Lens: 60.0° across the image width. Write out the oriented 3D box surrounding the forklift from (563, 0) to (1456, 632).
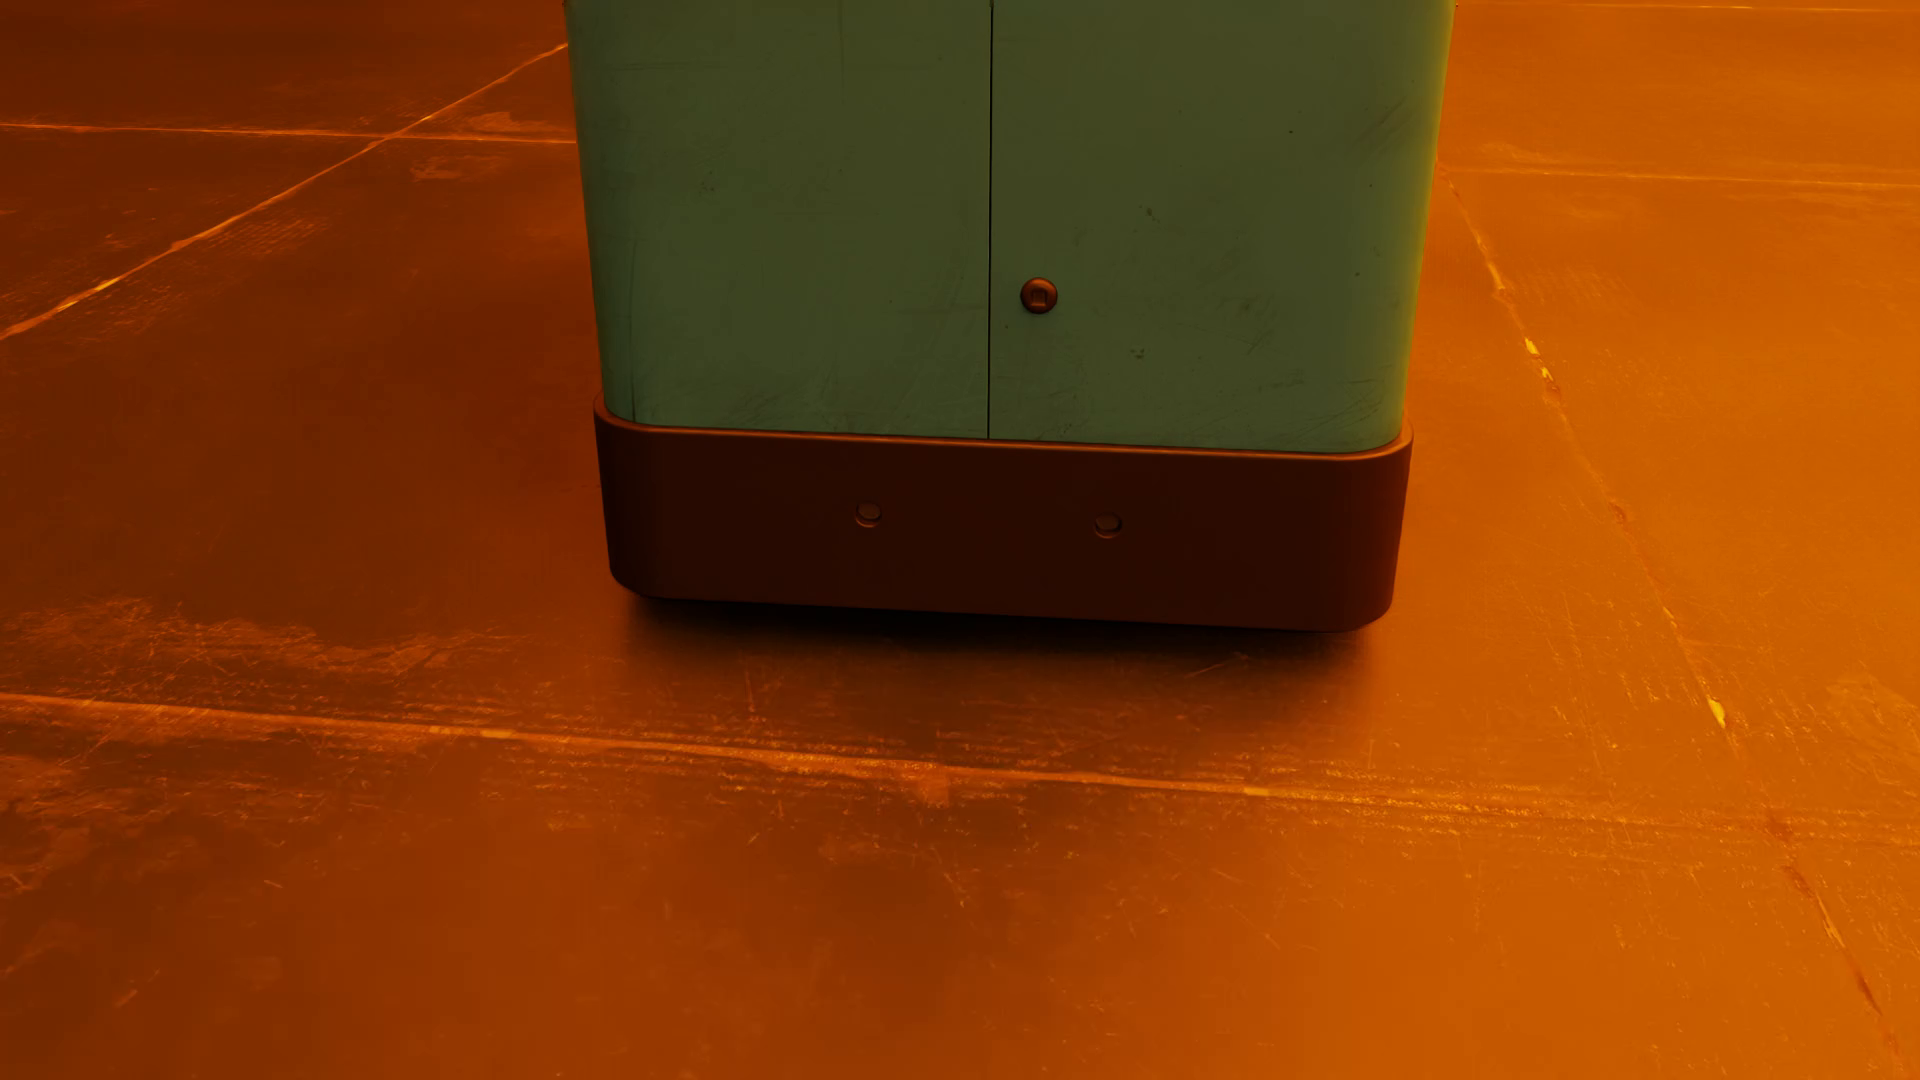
[{"bbox_3d":[0.192,-1.822,2.870,1.130,2.935,3.031,3,27,5],"label":"forklift"}]
